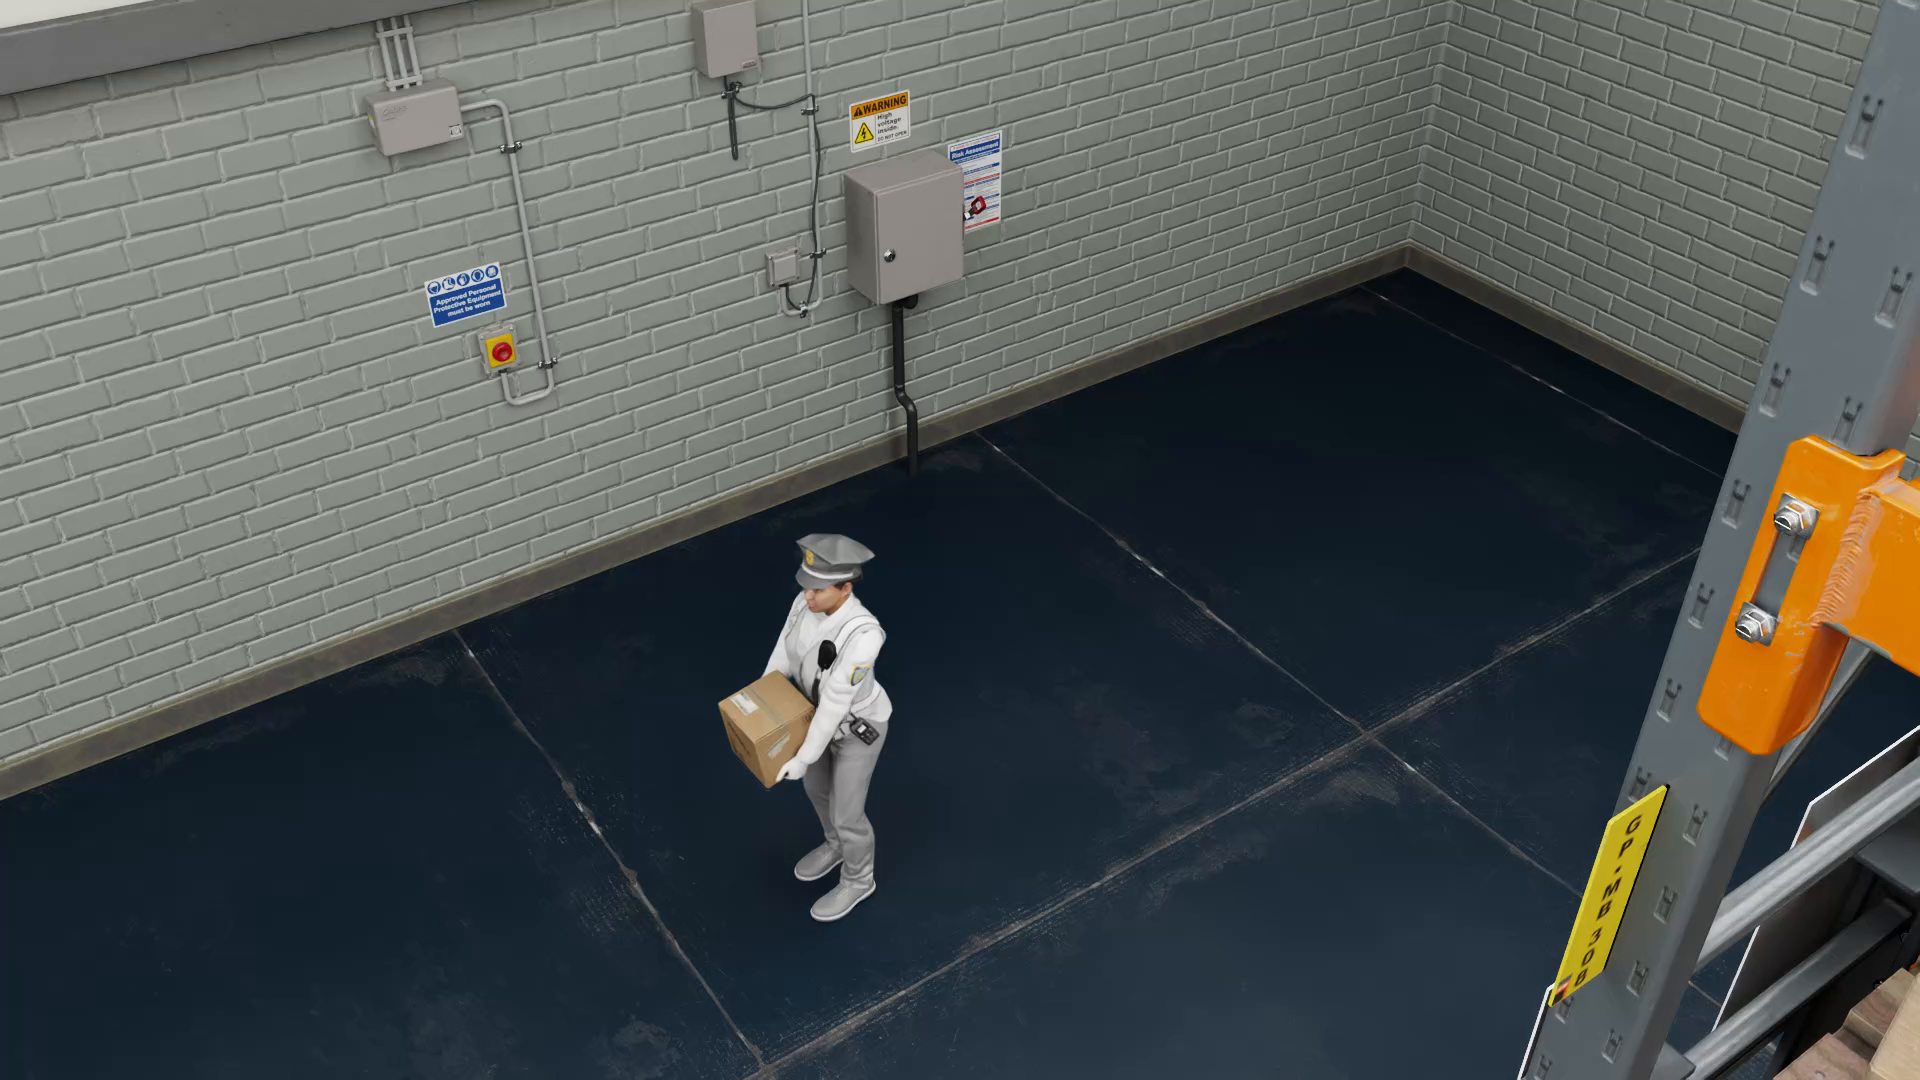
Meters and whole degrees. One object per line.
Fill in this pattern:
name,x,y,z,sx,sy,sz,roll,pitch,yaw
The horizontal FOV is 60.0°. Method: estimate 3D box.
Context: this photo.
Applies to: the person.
person,-0.506,0.715,6.052,0.522,1.655,0.416,-24,43,-28
